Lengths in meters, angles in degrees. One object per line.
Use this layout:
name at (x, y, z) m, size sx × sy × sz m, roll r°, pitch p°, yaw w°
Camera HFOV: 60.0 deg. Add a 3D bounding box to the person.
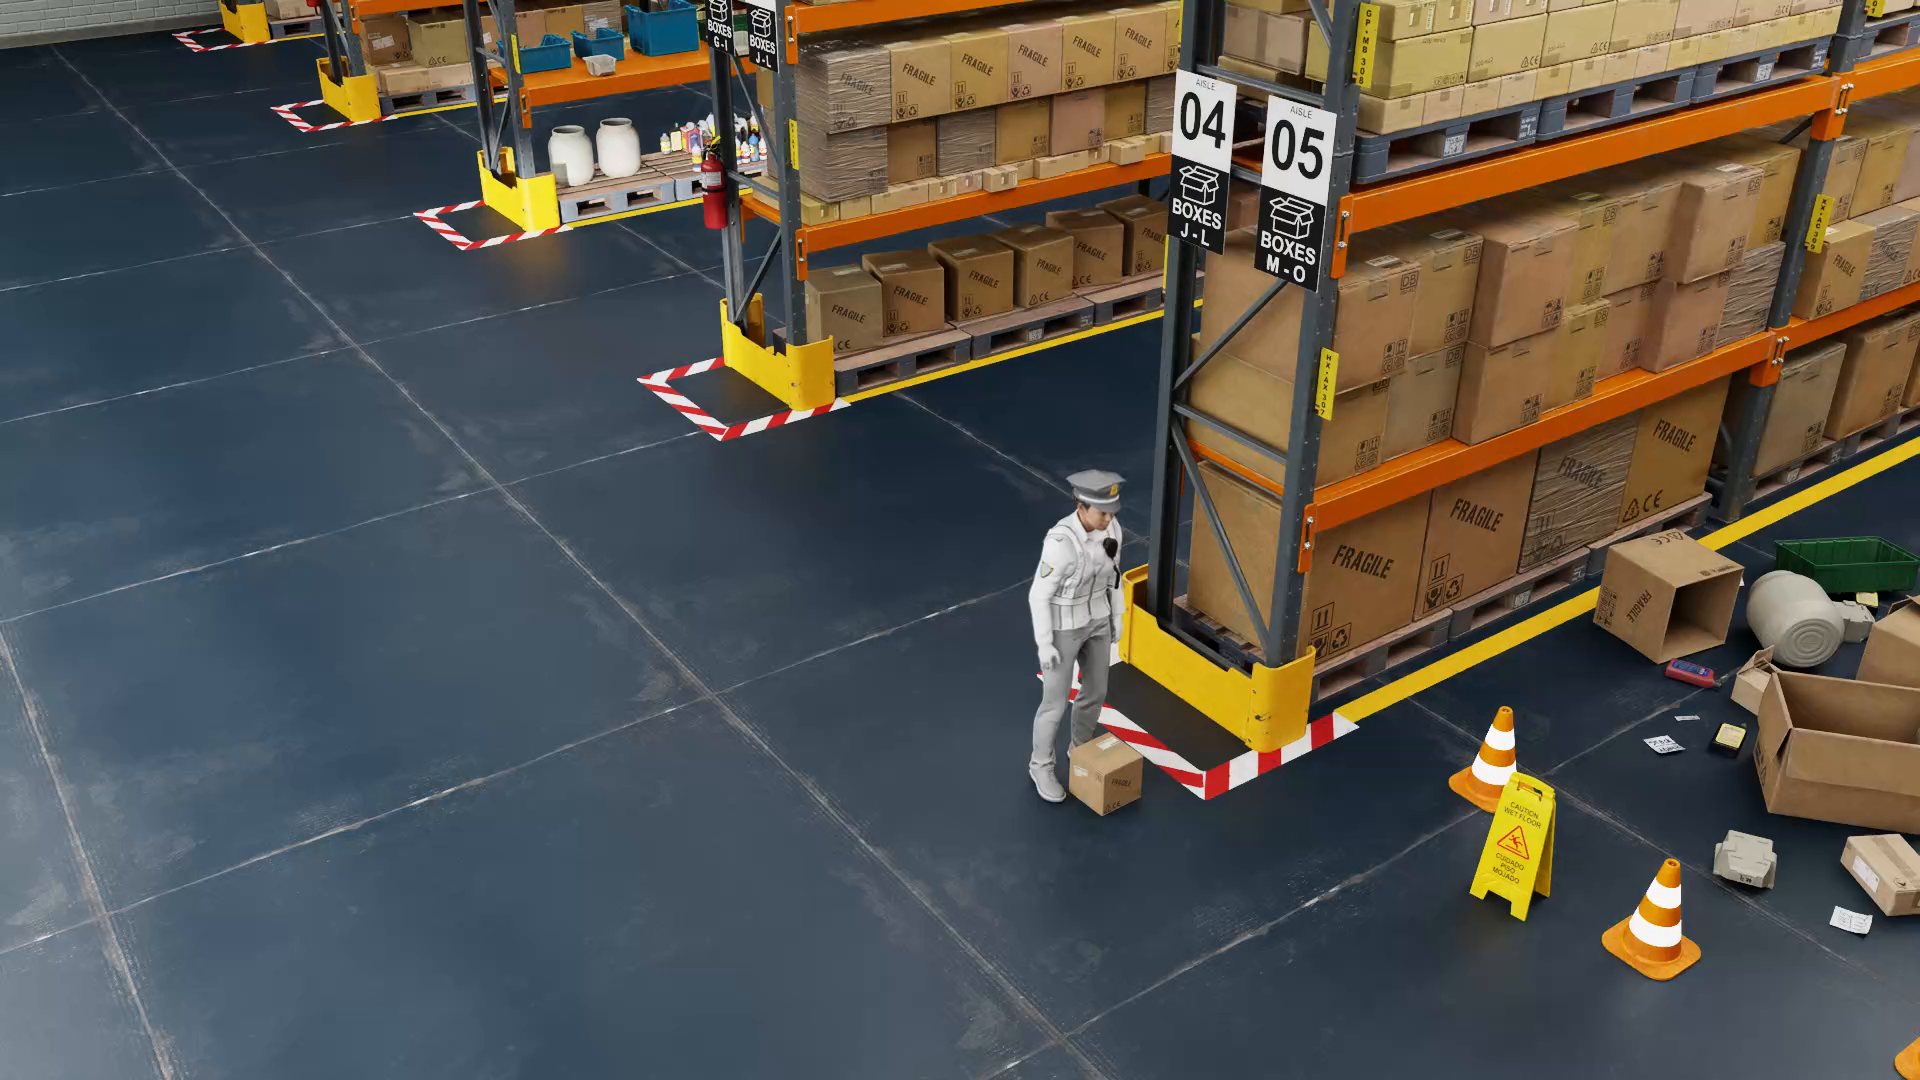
person at (0.564, 0.419, 7.857) m, size 0.538 × 1.663 × 0.378 m, roll -20°, pitch 34°, yaw -31°
